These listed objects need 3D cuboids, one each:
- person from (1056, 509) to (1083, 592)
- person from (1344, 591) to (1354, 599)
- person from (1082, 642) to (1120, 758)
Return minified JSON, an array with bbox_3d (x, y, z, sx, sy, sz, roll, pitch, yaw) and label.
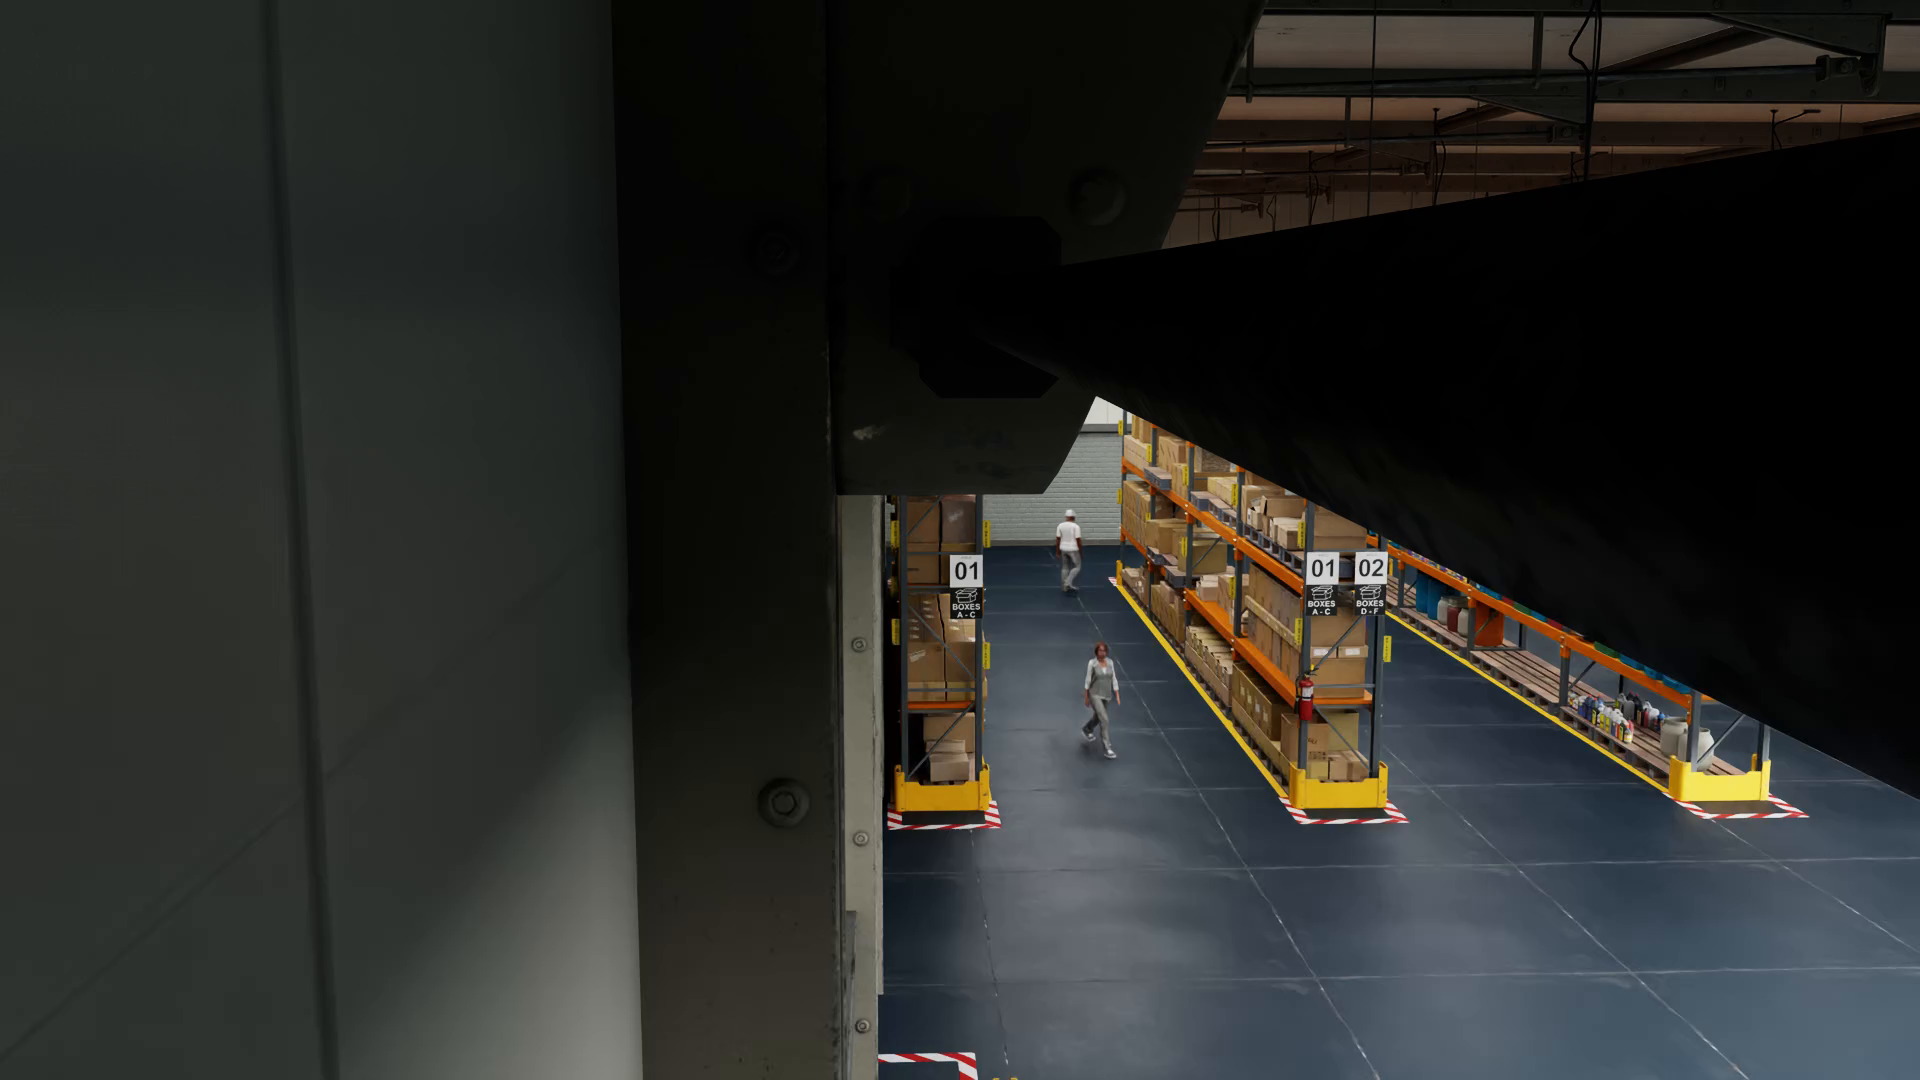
[{"bbox_3d":[2.317,0.237,35.440,0.629,1.763,0.550,6,10,35],"label":"person"},{"bbox_3d":[6.241,1.604,26.606,0.495,1.656,0.459,0,8,2],"label":"person"},{"bbox_3d":[1.942,2.167,23.032,0.405,1.533,1.003,-5,10,-29],"label":"person"}]
